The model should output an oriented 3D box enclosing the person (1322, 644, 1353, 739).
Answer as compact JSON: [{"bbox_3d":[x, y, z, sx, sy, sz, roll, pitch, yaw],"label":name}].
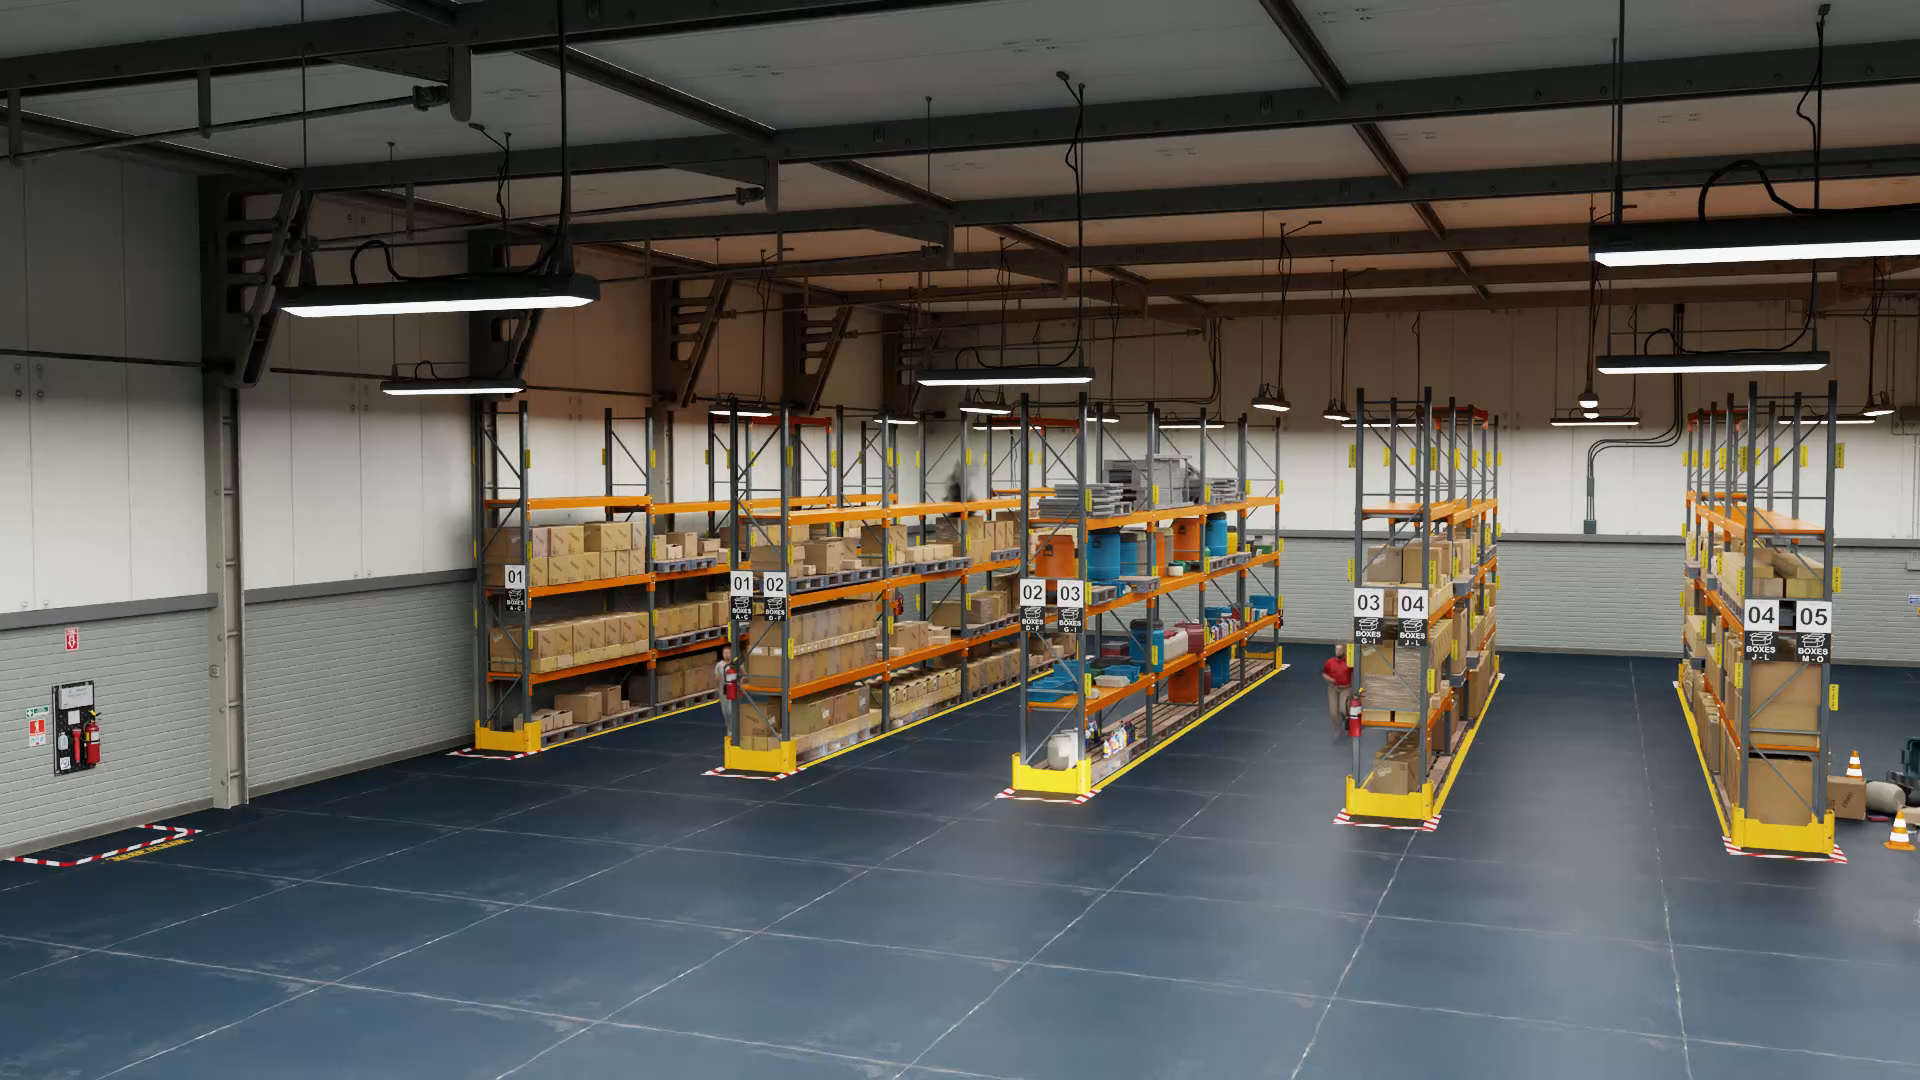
[{"bbox_3d":[6.761,2.704,29.601,0.646,1.691,0.648,1,3,22],"label":"person"}]

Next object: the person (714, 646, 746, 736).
[{"bbox_3d":[-4.118,2.733,29.585,0.516,1.699,0.761,0,3,9],"label":"person"}]
